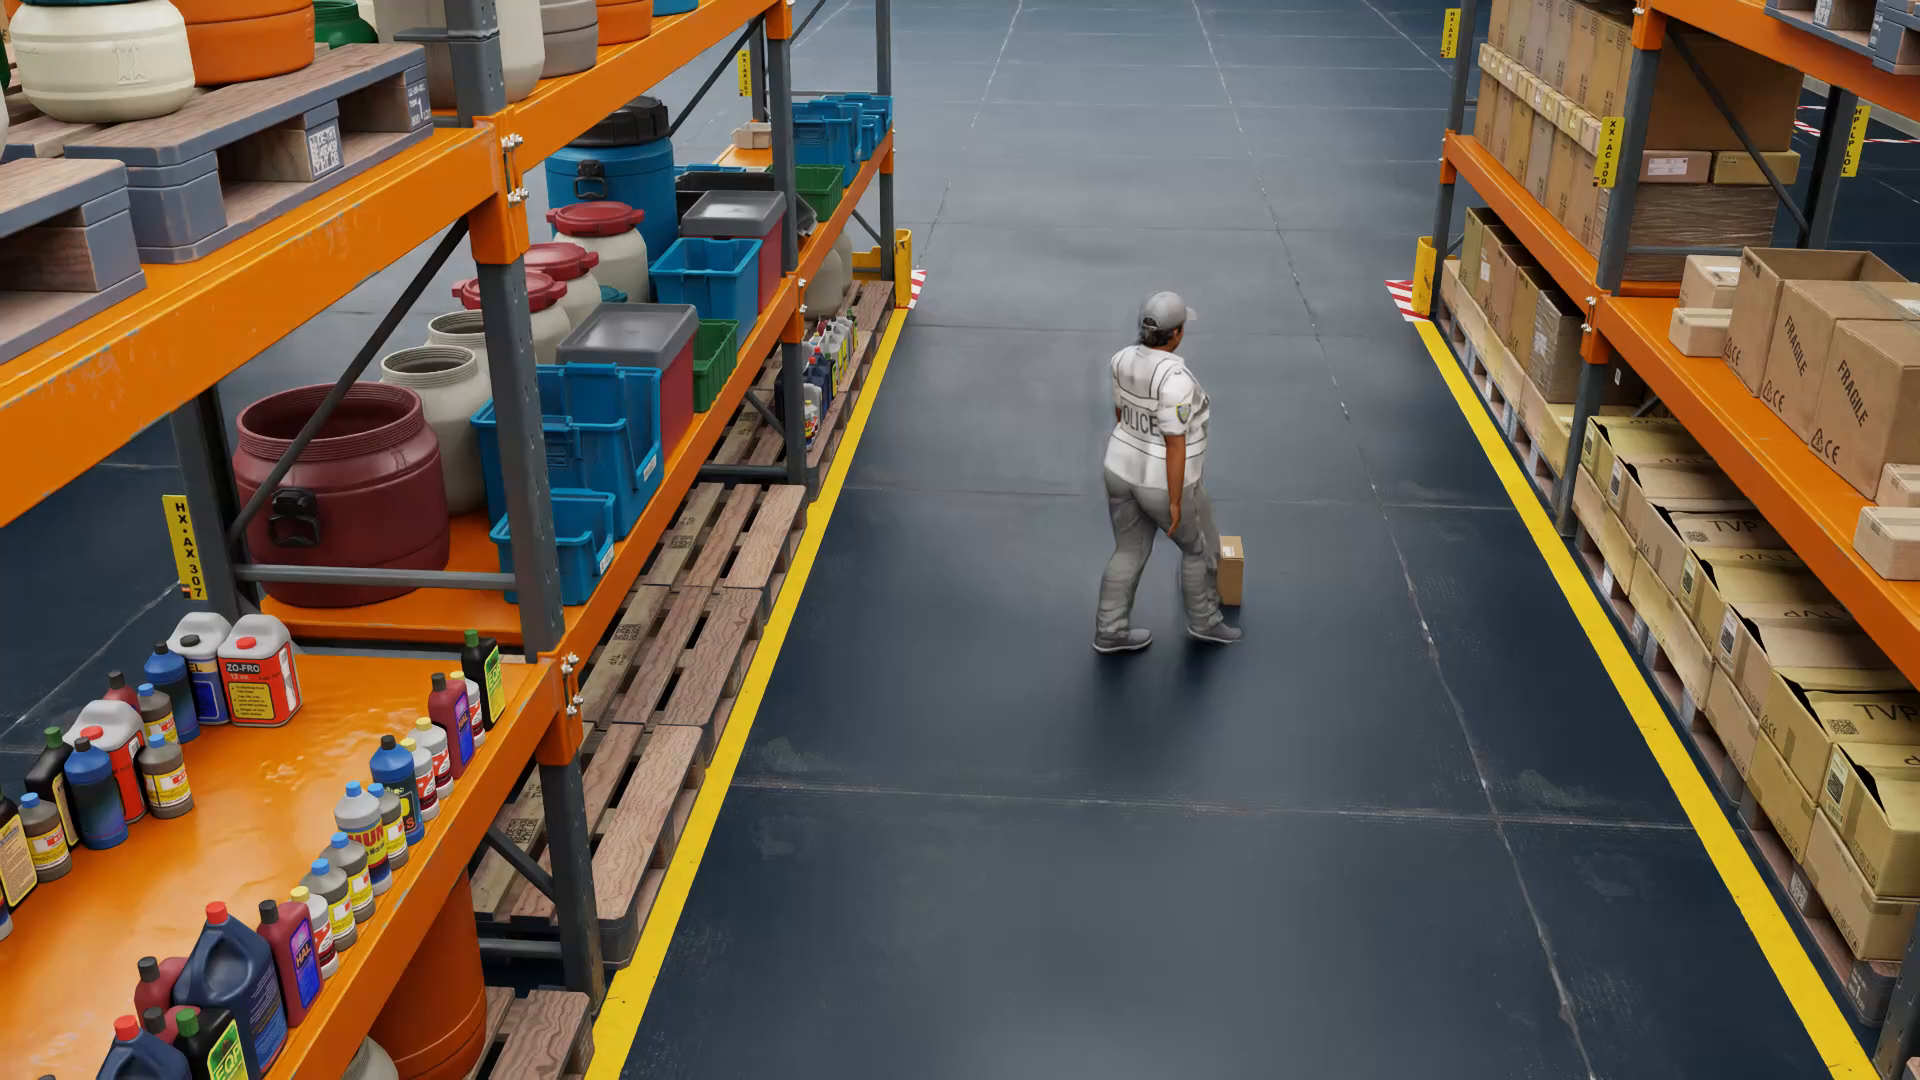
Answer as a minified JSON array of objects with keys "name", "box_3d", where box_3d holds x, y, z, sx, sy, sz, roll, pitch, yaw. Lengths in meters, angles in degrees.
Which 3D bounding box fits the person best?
[{"name":"person","box_3d":[0.926,-0.280,7.229,0.696,1.678,0.529,-17,30,-32]}]
